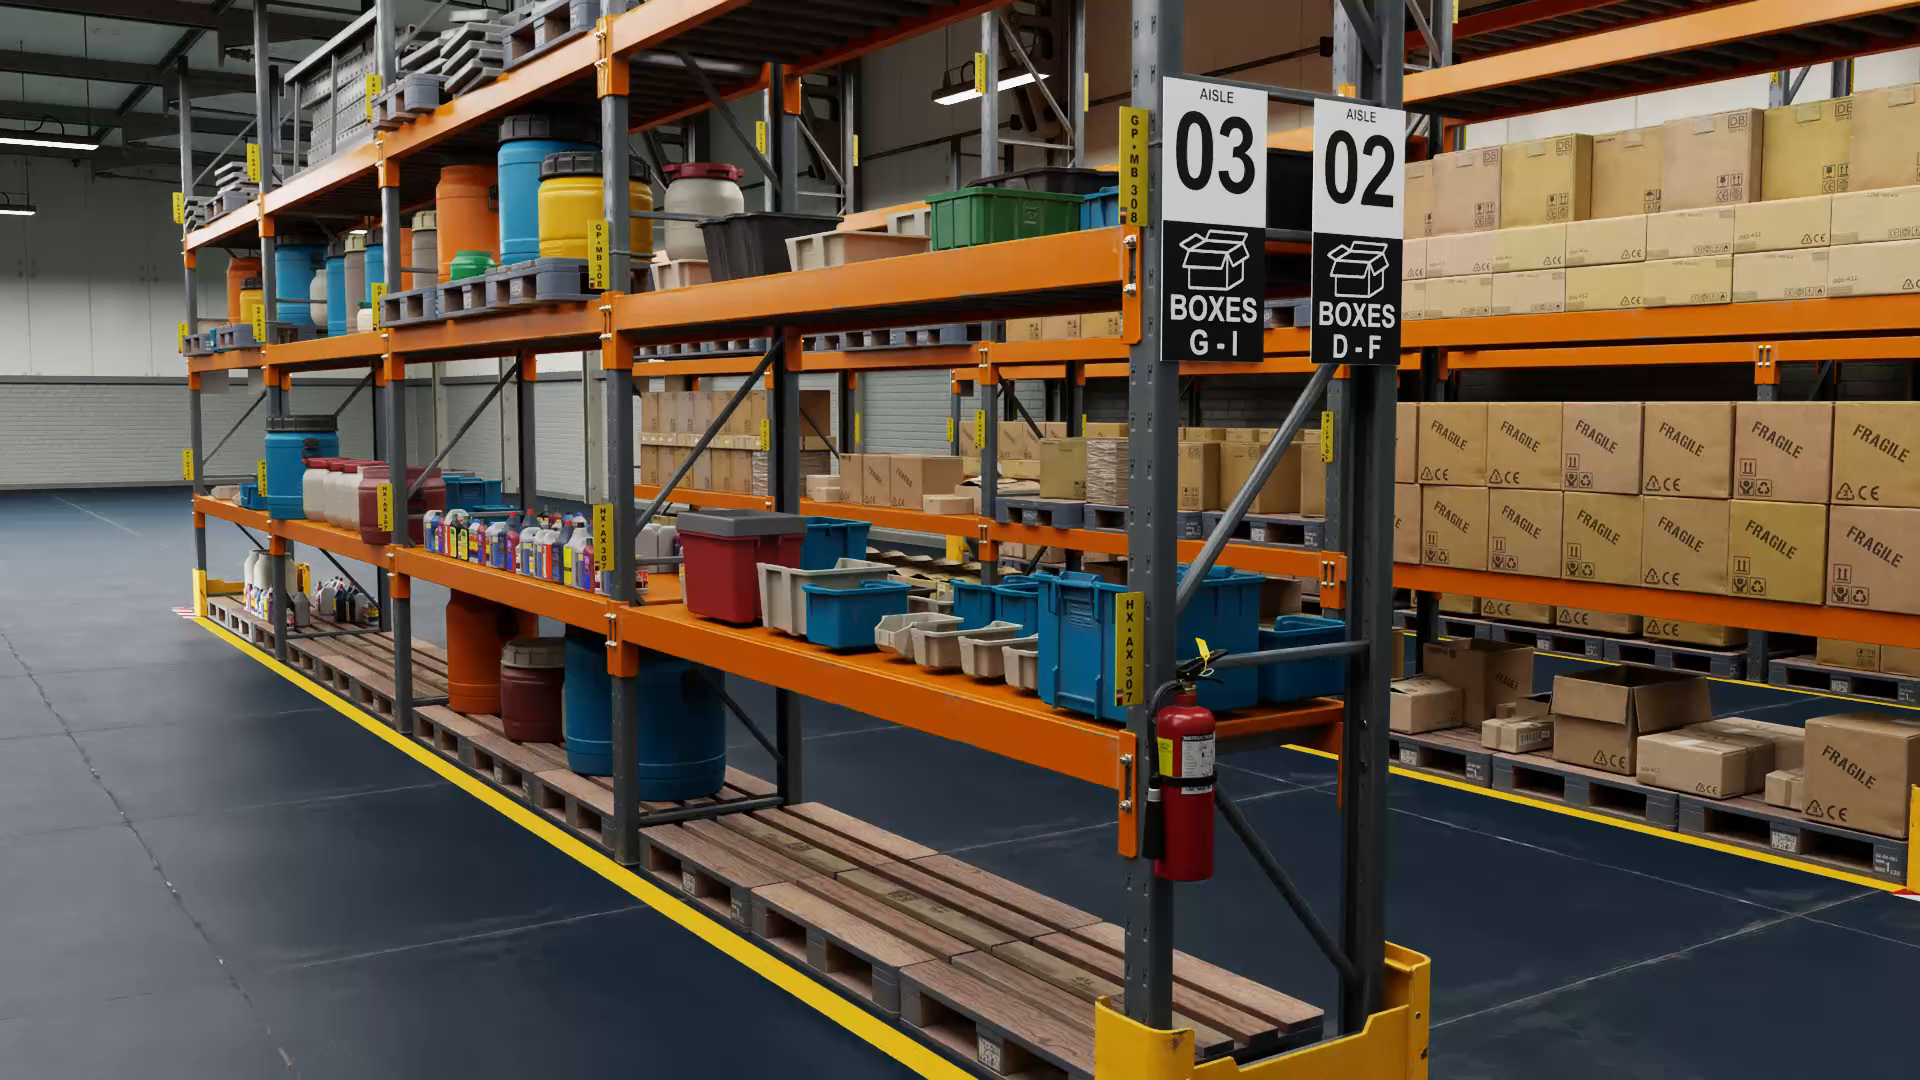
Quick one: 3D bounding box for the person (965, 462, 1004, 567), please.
[{"bbox_3d":[0.267,-0.078,18.862,0.511,1.682,0.602,-3,5,-32],"label":"person"}]
